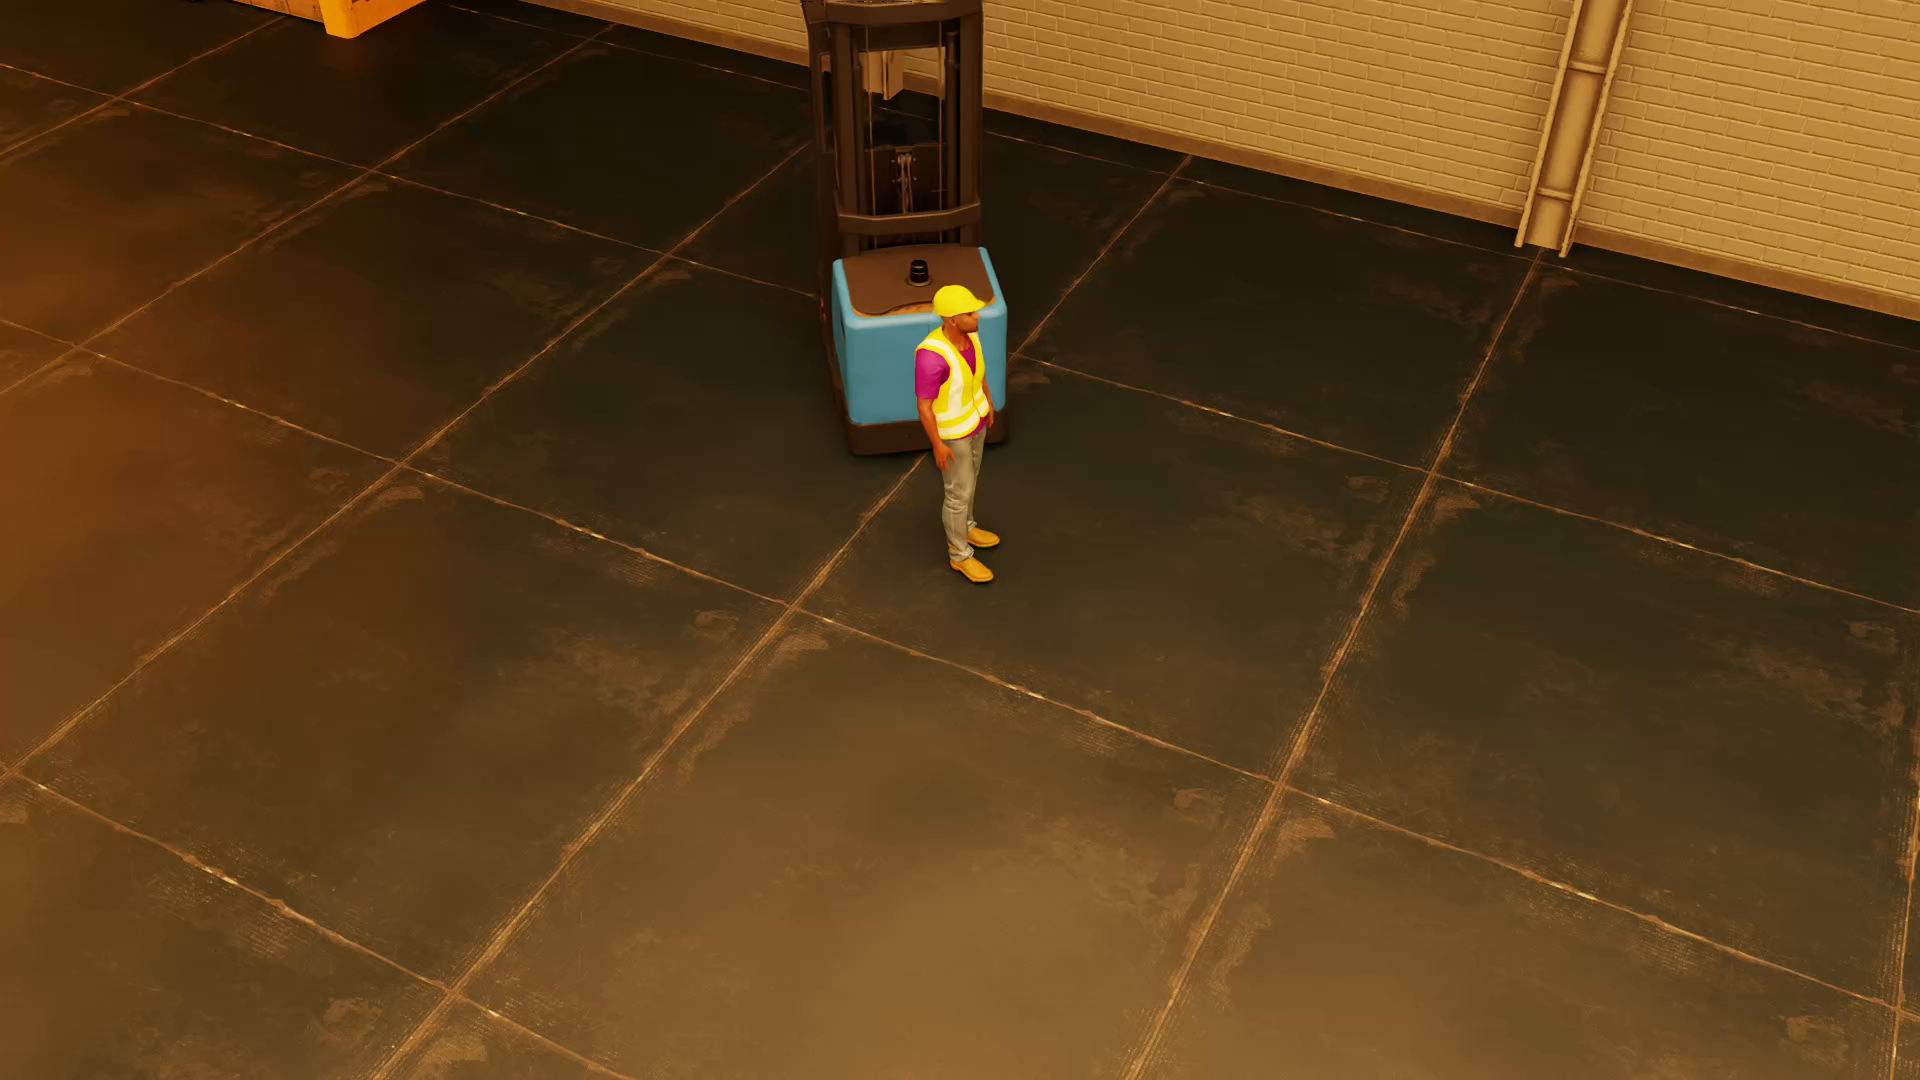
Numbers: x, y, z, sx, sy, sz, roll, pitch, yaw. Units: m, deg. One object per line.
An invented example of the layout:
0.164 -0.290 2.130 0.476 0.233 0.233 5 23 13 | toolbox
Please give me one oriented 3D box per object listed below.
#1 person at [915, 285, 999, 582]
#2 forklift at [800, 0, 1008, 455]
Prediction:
0.059 -0.657 9.659 0.576 1.766 0.665 18 43 21 | person
-0.441 -2.623 11.101 1.130 2.935 3.031 -6 40 -7 | forklift
